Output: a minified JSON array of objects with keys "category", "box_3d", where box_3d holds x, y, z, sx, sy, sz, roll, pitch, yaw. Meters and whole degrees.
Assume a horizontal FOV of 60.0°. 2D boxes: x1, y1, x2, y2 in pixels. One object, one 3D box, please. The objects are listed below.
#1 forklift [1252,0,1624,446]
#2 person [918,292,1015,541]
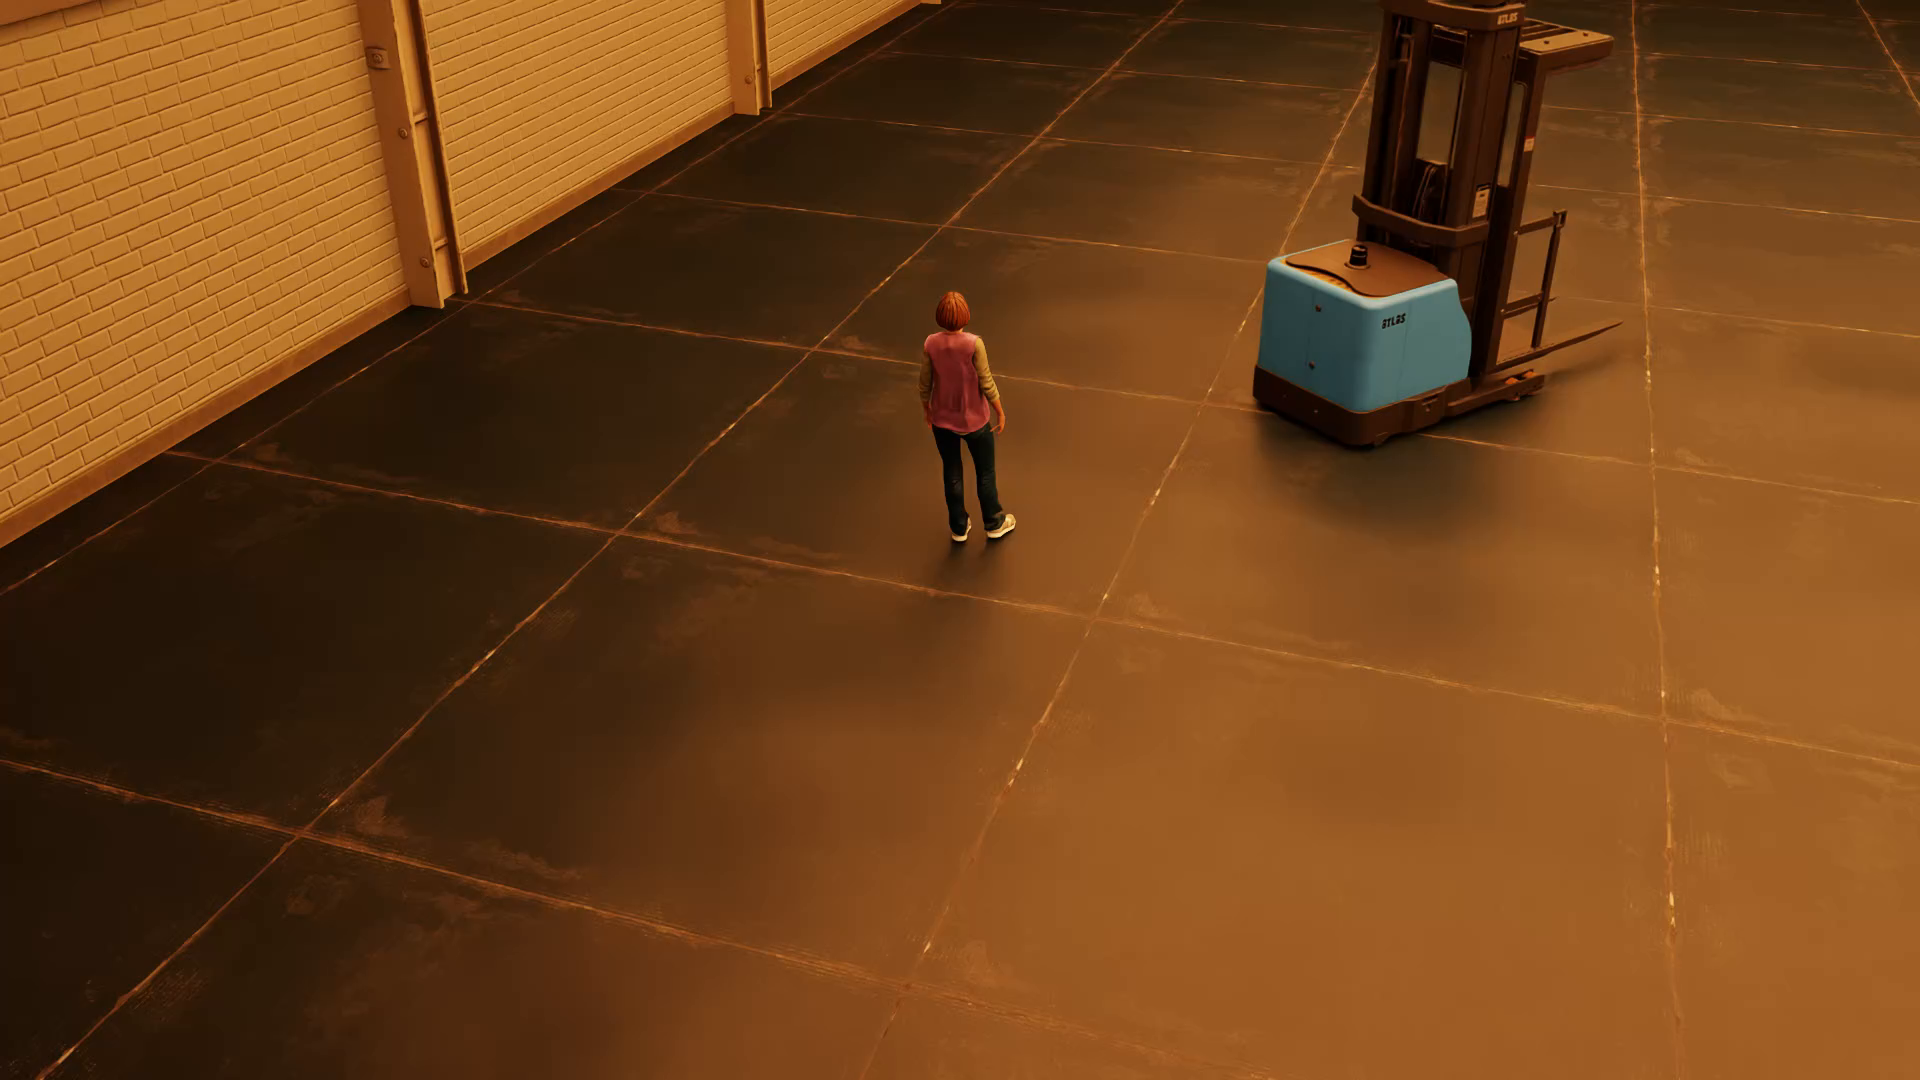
[{"category":"forklift","box_3d":[3.572,-2.453,11.440,3.031,2.935,1.130,-19,35,-29]},{"category":"person","box_3d":[0.037,-0.732,9.753,0.520,1.597,0.476,10,31,16]}]
